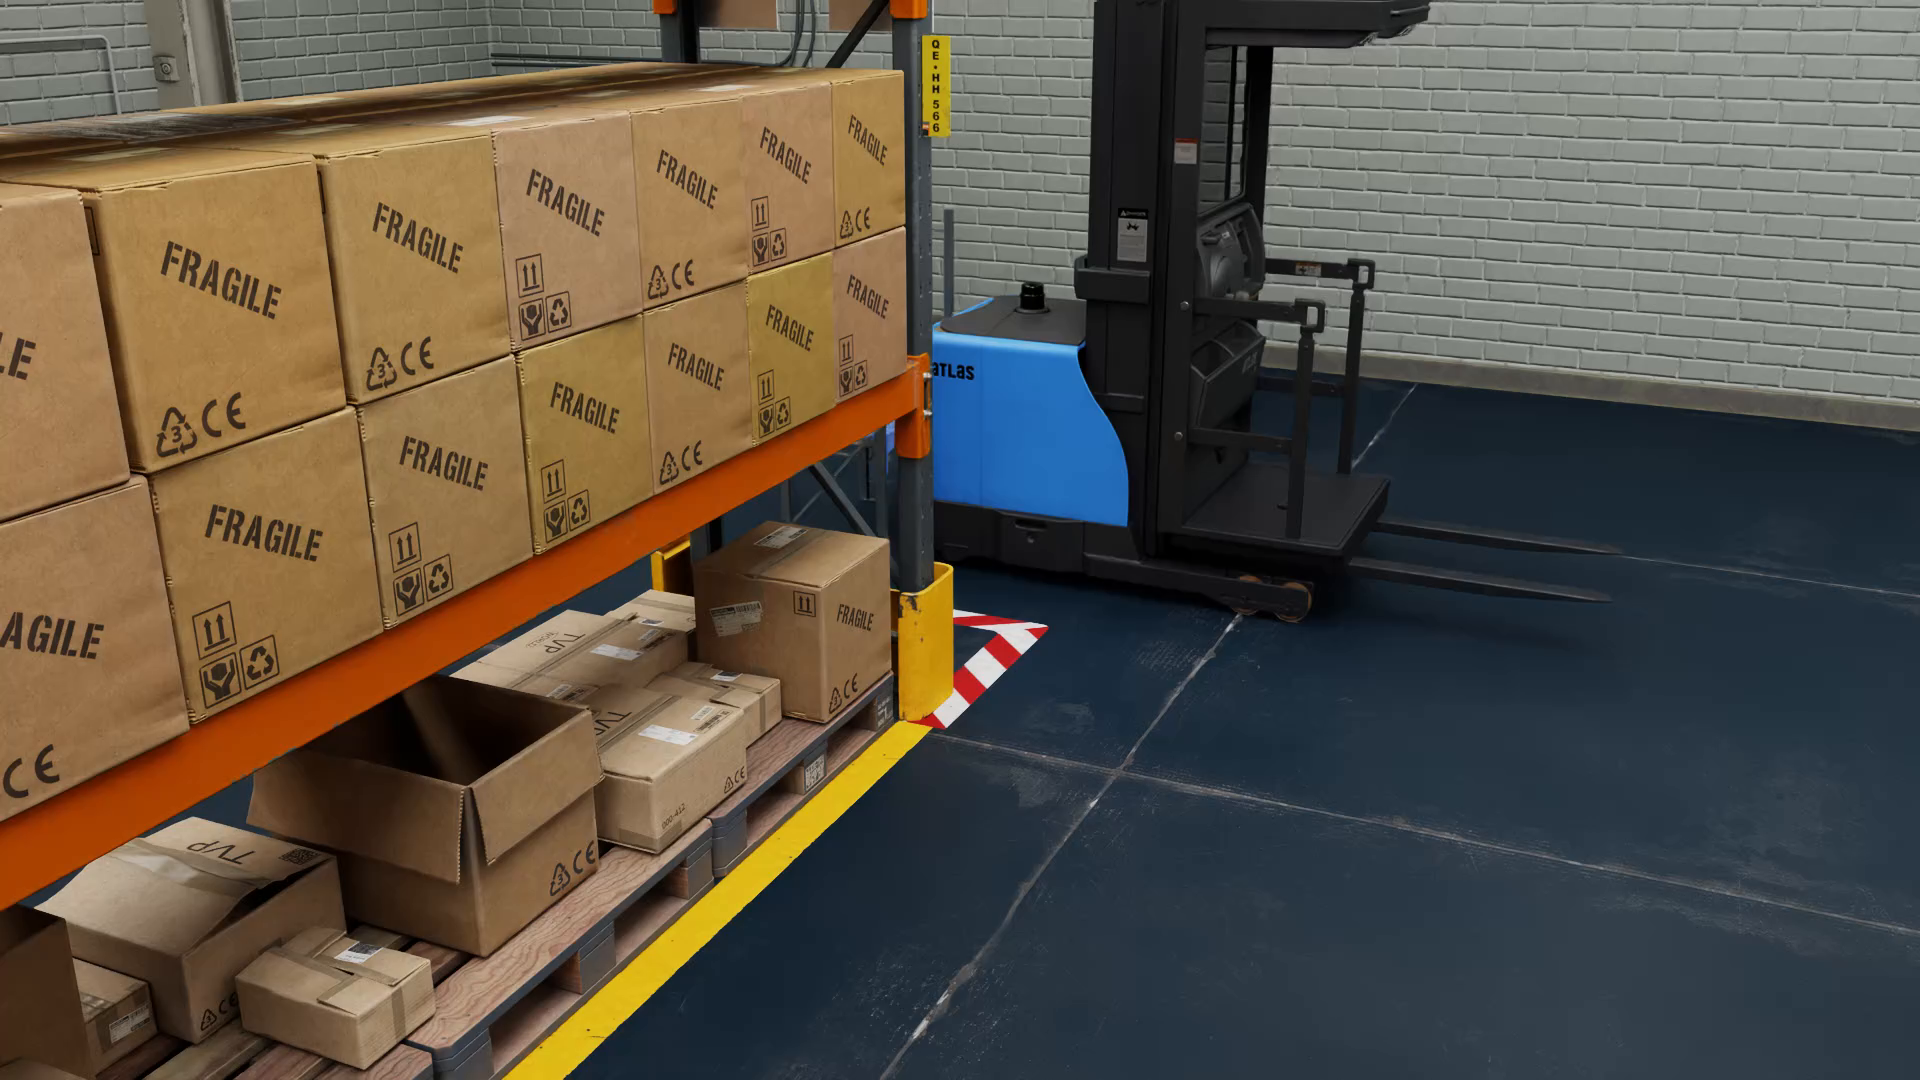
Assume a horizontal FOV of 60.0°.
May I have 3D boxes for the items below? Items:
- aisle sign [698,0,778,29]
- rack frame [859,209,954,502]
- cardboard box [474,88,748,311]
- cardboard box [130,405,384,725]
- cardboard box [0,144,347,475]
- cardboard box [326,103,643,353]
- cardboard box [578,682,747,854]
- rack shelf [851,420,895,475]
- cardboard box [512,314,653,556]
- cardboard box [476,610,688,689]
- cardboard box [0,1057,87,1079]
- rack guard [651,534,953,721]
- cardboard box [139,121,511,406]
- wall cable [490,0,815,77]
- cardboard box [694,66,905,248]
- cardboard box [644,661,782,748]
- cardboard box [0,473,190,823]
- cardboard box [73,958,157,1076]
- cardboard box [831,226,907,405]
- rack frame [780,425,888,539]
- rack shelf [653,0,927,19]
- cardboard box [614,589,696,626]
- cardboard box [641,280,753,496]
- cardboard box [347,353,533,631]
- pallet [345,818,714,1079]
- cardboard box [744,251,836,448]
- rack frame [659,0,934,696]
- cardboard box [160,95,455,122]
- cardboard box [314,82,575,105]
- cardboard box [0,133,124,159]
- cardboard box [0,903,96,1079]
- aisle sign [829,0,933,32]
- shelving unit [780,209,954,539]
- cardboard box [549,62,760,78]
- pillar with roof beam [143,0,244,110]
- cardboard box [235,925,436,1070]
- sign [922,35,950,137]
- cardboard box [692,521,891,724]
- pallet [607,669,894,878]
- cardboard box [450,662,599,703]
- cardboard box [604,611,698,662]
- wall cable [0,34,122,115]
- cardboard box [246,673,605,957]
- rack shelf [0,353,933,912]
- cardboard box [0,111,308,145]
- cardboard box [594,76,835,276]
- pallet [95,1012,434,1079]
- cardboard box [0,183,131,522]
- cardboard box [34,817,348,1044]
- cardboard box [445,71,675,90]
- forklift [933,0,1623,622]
[{"bbox_3d":[-0.817,-2.183,5.752,0.394,0.787,0.004,9,21,23],"label":"aisle sign"},{"bbox_3d":[-0.273,-0.893,8.240,0.500,1.500,0.032,6,20,16],"label":"rack frame"},{"bbox_3d":[-0.922,-0.928,4.460,0.500,0.500,0.500,9,22,24],"label":"cardboard box"},{"bbox_3d":[-1.551,0.003,3.335,0.500,0.500,0.500,9,21,24],"label":"cardboard box"},{"bbox_3d":[-1.554,-0.456,3.133,0.500,0.500,0.500,8,21,21],"label":"cardboard box"},{"bbox_3d":[-1.133,-0.771,4.019,0.500,0.500,0.500,9,22,24],"label":"cardboard box"},{"bbox_3d":[-0.991,0.677,5.035,0.500,0.250,0.500,9,21,23],"label":"cardboard box"},{"bbox_3d":[-0.420,-0.560,7.842,0.538,0.185,1.000,6,20,16],"label":"rack shelf"},{"bbox_3d":[-1.137,-0.305,4.201,0.500,0.500,0.500,8,21,22],"label":"cardboard box"},{"bbox_3d":[-1.263,0.471,5.615,0.500,0.250,0.500,9,21,23],"label":"cardboard box"},{"bbox_3d":[-1.846,1.286,3.231,0.500,0.311,0.500,9,21,23],"label":"cardboard box"},{"bbox_3d":[-0.608,0.304,6.369,1.175,0.500,0.348,9,21,23],"label":"rack guard"},{"bbox_3d":[-1.343,-0.613,3.575,0.500,0.500,0.500,8,21,21],"label":"cardboard box"},{"bbox_3d":[-2.455,-4.619,12.162,3.097,2.526,0.112,9,21,23],"label":"wall cable"},{"bbox_3d":[-0.508,-1.242,5.342,0.500,0.500,0.500,8,21,22],"label":"cardboard box"},{"bbox_3d":[-0.823,0.542,5.541,0.380,0.166,0.250,9,21,23],"label":"cardboard box"},{"bbox_3d":[-1.757,0.160,2.893,0.500,0.500,0.500,9,22,24],"label":"cardboard box"},{"bbox_3d":[-2.141,1.125,3.926,0.380,0.149,0.250,9,21,23],"label":"cardboard box"},{"bbox_3d":[-0.512,-0.770,5.509,0.500,0.500,0.500,9,22,24],"label":"cardboard box"},{"bbox_3d":[-0.567,-0.567,7.323,0.500,1.500,0.032,6,20,16],"label":"rack frame"},{"bbox_3d":[-1.396,-1.360,3.914,1.077,0.370,4.000,9,21,23],"label":"rack shelf"},{"bbox_3d":[-1.062,0.319,6.192,0.380,0.149,0.250,9,21,23],"label":"cardboard box"},{"bbox_3d":[-0.930,-0.459,4.635,0.500,0.500,0.500,9,21,23],"label":"cardboard box"},{"bbox_3d":[-1.344,-0.150,3.764,0.500,0.500,0.500,8,21,22],"label":"cardboard box"},{"bbox_3d":[-1.434,1.055,4.687,1.003,0.211,1.213,9,21,23],"label":"pallet"},{"bbox_3d":[-0.721,-0.611,5.061,0.500,0.500,0.500,9,21,23],"label":"cardboard box"},{"bbox_3d":[-0.577,-0.897,6.015,1.000,3.000,0.127,9,21,23],"label":"rack frame"},{"bbox_3d":[-1.623,-0.848,4.234,0.500,0.500,0.500,8,21,22],"label":"cardboard box"},{"bbox_3d":[-1.416,-1.003,4.671,0.500,0.500,0.500,9,21,23],"label":"cardboard box"},{"bbox_3d":[-2.037,-0.540,3.369,0.500,0.500,0.500,8,21,22],"label":"cardboard box"},{"bbox_3d":[-2.240,1.083,3.521,0.500,0.500,0.500,9,21,23],"label":"cardboard box"},{"bbox_3d":[-0.269,-2.101,5.520,0.394,0.787,0.004,9,21,23],"label":"aisle sign"},{"bbox_3d":[-0.420,-0.730,7.782,0.538,1.500,1.048,6,20,16],"label":"shelving unit"},{"bbox_3d":[-0.999,-1.316,5.551,0.500,0.500,0.500,9,22,24],"label":"cardboard box"},{"bbox_3d":[-0.854,-4.756,7.912,9.100,9.000,0.400,9,21,23],"label":"pillar with roof beam"},{"bbox_3d":[-1.500,1.089,4.003,0.380,0.166,0.250,9,21,23],"label":"cardboard box"},{"bbox_3d":[-0.079,-1.509,5.537,0.100,0.325,0.005,9,21,23],"label":"sign"},{"bbox_3d":[-0.575,0.273,5.798,0.500,0.500,0.500,9,21,23],"label":"cardboard box"},{"bbox_3d":[-0.934,0.684,5.732,1.003,0.211,1.213,9,21,23],"label":"pallet"},{"bbox_3d":[-1.468,0.624,5.185,0.500,0.250,0.500,9,21,23],"label":"cardboard box"},{"bbox_3d":[-1.164,0.388,5.974,0.380,0.166,0.250,9,21,23],"label":"cardboard box"},{"bbox_3d":[-5.436,-2.576,9.219,0.084,1.984,1.851,9,21,23],"label":"wall cable"},{"bbox_3d":[-1.450,0.719,4.539,0.797,0.503,0.637,9,21,23],"label":"cardboard box"},{"bbox_3d":[-1.396,0.053,4.417,1.077,0.370,4.000,9,21,23],"label":"rack shelf"},{"bbox_3d":[-1.830,-0.694,3.802,0.500,0.500,0.500,9,21,23],"label":"cardboard box"},{"bbox_3d":[-0.714,-1.087,4.908,0.500,0.500,0.500,9,22,24],"label":"cardboard box"},{"bbox_3d":[-1.933,1.430,3.634,1.003,0.211,1.213,9,21,23],"label":"pallet"},{"bbox_3d":[-1.765,-0.298,2.689,0.500,0.500,0.500,9,22,24],"label":"cardboard box"},{"bbox_3d":[-1.933,0.943,4.198,0.500,0.311,0.500,9,21,23],"label":"cardboard box"},{"bbox_3d":[-1.206,-1.155,5.099,0.500,0.500,0.500,9,21,23],"label":"cardboard box"},{"bbox_3d":[1.348,-1.238,7.074,3.031,2.935,1.130,9,21,23],"label":"forklift"}]
